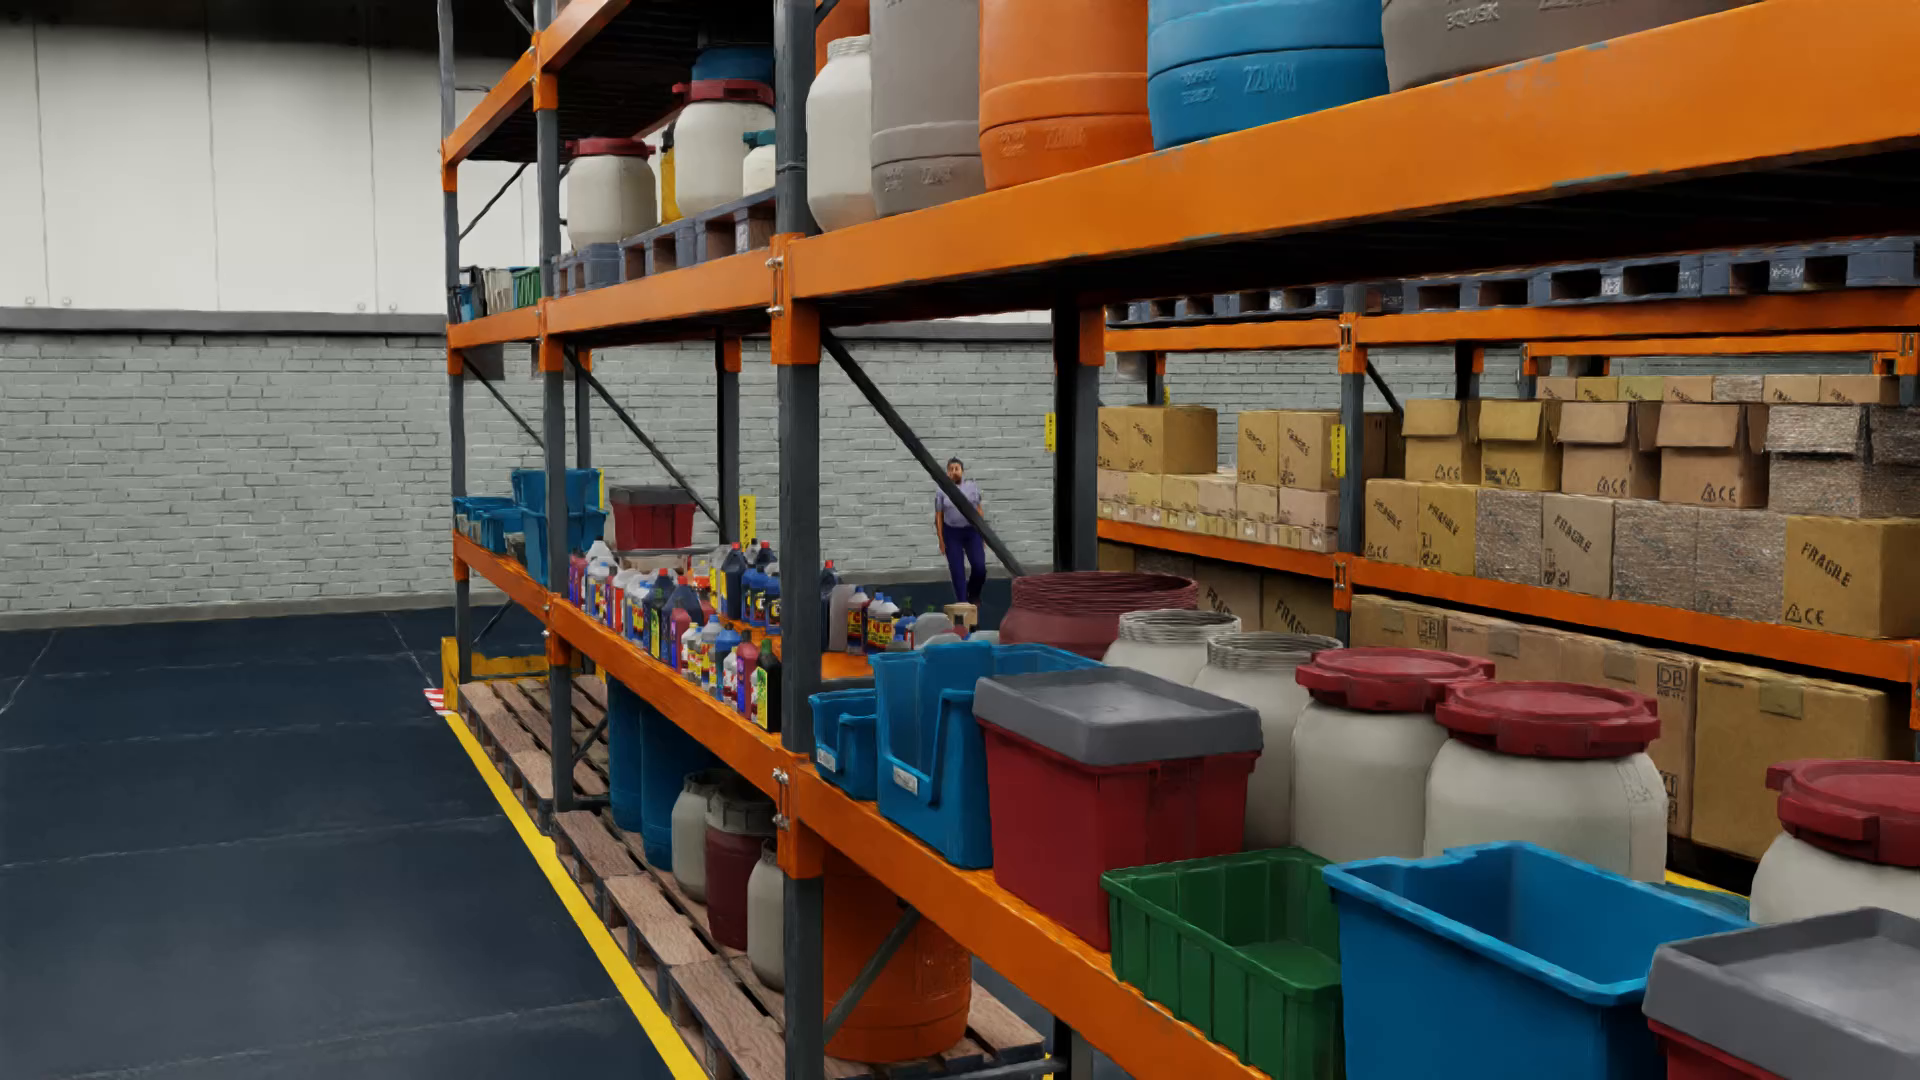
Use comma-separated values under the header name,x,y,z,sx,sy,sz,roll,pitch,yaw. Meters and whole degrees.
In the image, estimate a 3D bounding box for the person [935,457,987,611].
name,x,y,z,sx,sy,sz,roll,pitch,yaw
person,0.001,-0.020,16.736,0.515,1.636,0.625,-1,6,-5
